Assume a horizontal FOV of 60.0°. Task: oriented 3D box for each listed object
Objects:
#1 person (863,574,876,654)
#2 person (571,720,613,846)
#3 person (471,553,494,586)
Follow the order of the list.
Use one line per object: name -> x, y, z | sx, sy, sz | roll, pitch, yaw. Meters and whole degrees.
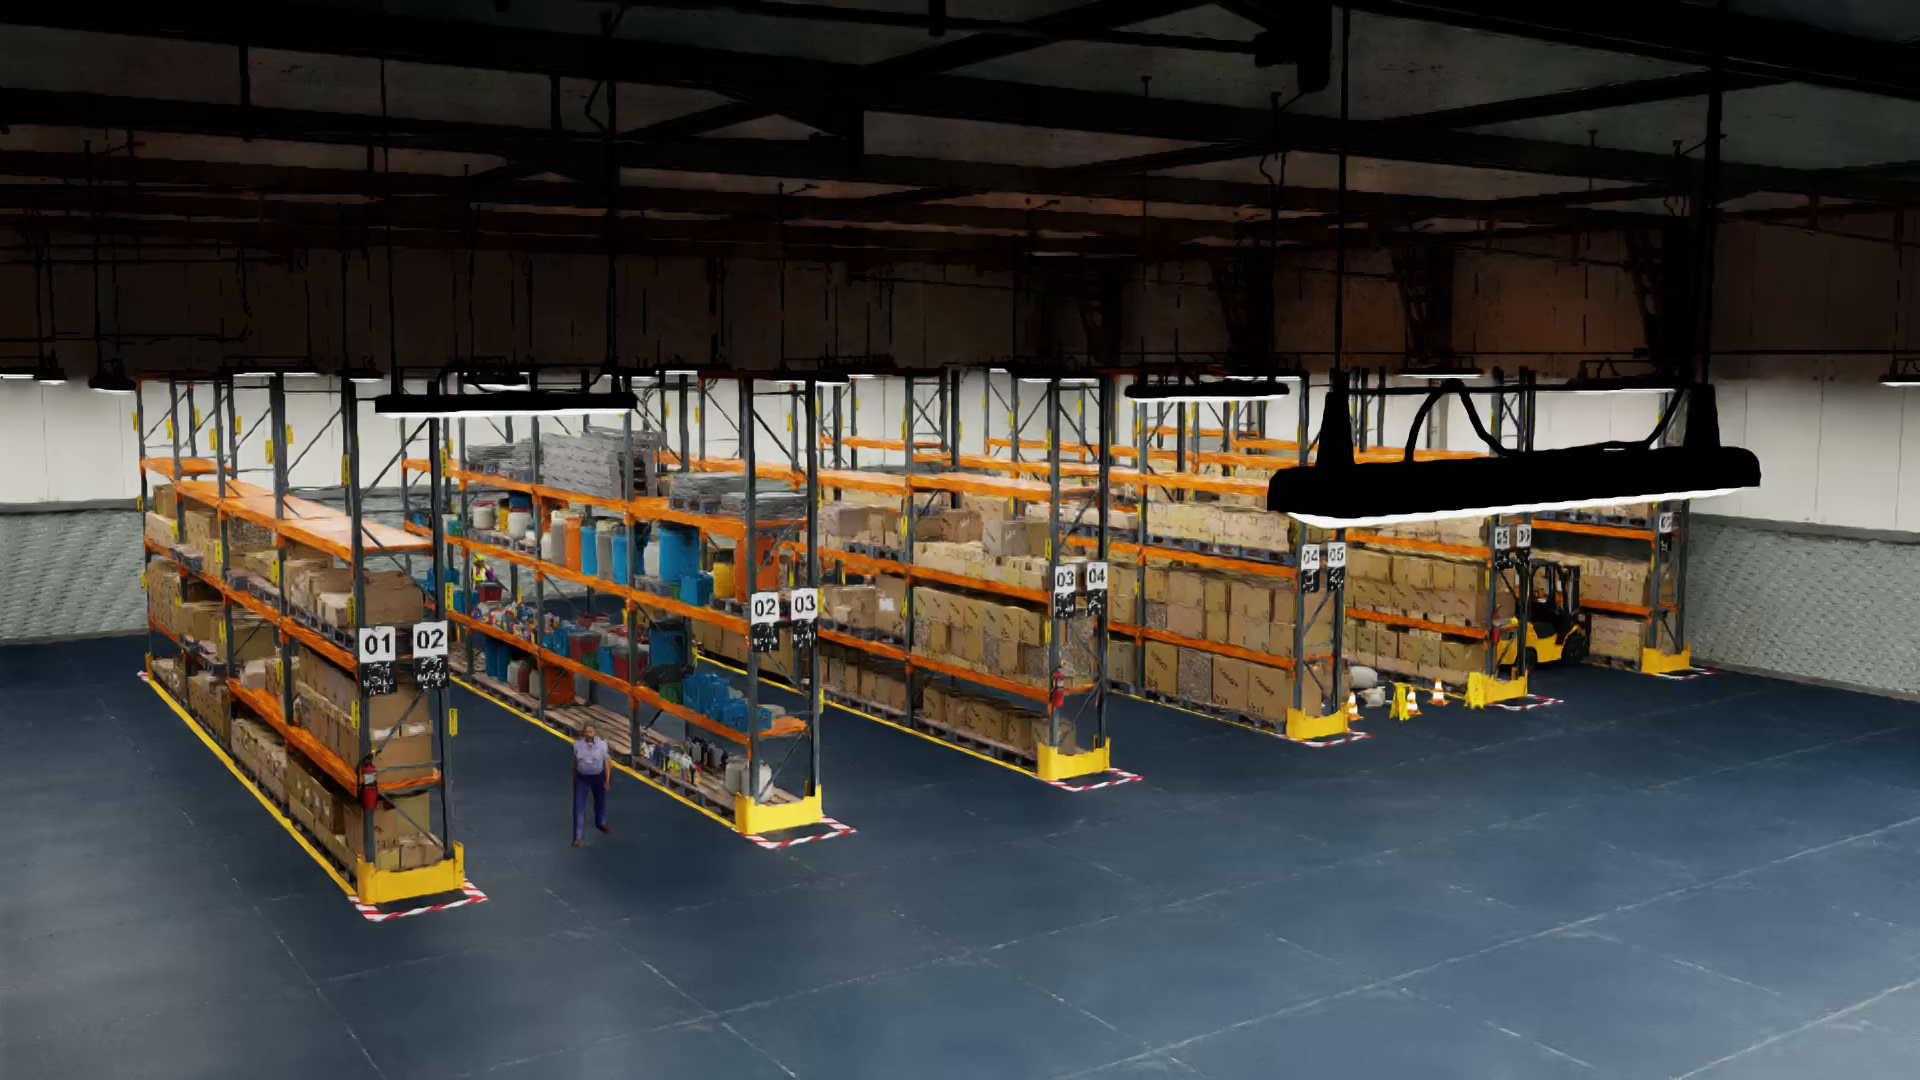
person -> -2.011, 1.551, 34.803 | 0.729, 1.734, 0.546 | -5, 8, -35
person -> -4.788, 3.111, 21.568 | 0.517, 1.596, 0.938 | -1, 7, -10
person -> -10.820, 1.176, 37.853 | 0.704, 1.759, 0.456 | 2, 7, 21
